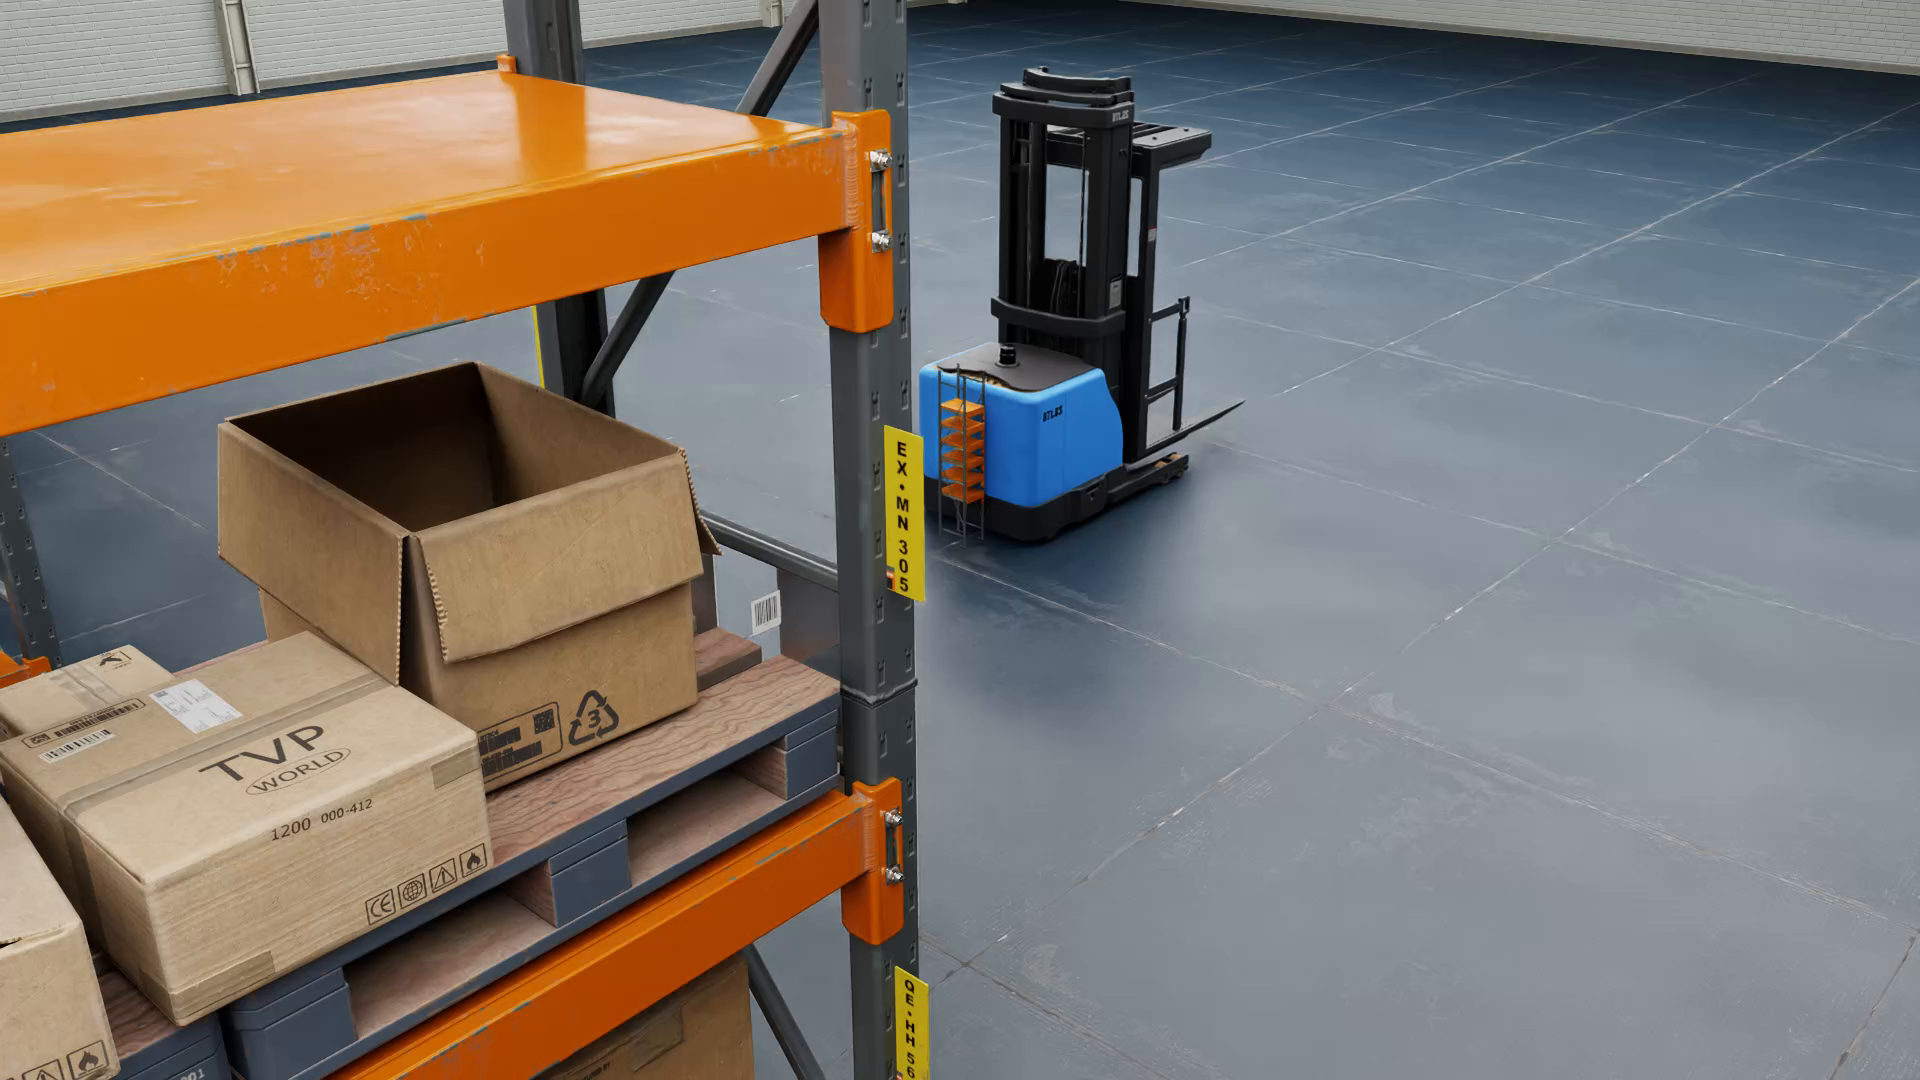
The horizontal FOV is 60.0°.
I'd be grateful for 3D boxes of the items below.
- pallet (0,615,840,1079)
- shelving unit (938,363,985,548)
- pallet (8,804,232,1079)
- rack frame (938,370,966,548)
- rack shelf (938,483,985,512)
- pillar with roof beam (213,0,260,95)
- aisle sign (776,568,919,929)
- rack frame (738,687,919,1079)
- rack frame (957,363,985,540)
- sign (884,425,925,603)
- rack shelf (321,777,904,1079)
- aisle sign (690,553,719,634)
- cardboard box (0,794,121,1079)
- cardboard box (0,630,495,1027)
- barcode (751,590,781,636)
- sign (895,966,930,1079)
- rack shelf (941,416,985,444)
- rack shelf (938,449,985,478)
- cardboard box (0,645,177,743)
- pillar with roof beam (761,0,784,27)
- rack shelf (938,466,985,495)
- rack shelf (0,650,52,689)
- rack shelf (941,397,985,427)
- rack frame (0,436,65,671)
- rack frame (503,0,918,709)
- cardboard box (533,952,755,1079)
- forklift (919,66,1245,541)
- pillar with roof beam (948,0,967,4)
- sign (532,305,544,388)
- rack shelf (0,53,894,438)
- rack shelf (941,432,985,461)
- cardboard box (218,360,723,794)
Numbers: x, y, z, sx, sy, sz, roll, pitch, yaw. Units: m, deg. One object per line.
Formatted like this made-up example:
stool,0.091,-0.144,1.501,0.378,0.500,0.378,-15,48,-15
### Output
pallet,-0.989,0.418,3.093,1.003,0.211,1.213,20,31,38
shelving unit,0.010,-0.552,11.014,0.258,1.200,0.189,20,31,38
pallet,-1.803,0.792,2.260,1.003,0.211,1.213,20,31,38
rack frame,-0.051,-0.524,10.952,0.240,1.200,0.006,20,31,38
rack shelf,0.010,-0.292,11.131,0.258,0.103,0.180,20,31,38
pillar with roof beam,-8.873,-10.480,23.625,9.100,9.000,0.400,20,31,38
aisle sign,-0.236,0.412,3.487,0.394,0.787,0.004,20,31,38
rack frame,-0.498,1.538,4.153,1.000,3.000,0.127,20,31,38
rack frame,0.071,-0.580,11.077,0.240,1.200,0.006,20,31,38
sign,-0.103,-0.046,3.035,0.100,0.325,0.005,20,31,38
rack shelf,-1.833,1.107,2.328,1.077,0.370,4.000,20,31,38
aisle sign,-0.682,0.248,3.852,0.394,0.787,0.004,20,31,38
cardboard box,-1.441,0.547,2.122,0.500,0.311,0.500,-20,31,-37
cardboard box,-1.070,0.405,2.512,0.500,0.250,0.500,20,31,38
barcode,-0.340,0.128,2.922,0.001,0.075,0.075,20,31,38
sign,-0.103,1.054,3.528,0.100,0.325,0.005,20,31,38
rack shelf,0.010,-0.730,10.934,0.258,0.103,0.180,20,31,38
rack shelf,0.010,-0.511,11.033,0.258,0.103,0.180,20,31,38
cardboard box,-1.415,0.339,2.784,0.380,0.149,0.250,20,31,38
pillar with roof beam,-0.864,-14.136,31.779,9.100,9.000,0.400,20,31,38
rack shelf,0.010,-0.402,11.082,0.258,0.103,0.180,20,31,38
rack shelf,-5.519,1.122,5.960,1.077,0.370,4.000,20,31,38
rack shelf,0.010,-0.840,10.885,0.258,0.103,0.180,20,31,38
rack frame,-4.184,0.184,7.172,1.000,3.000,0.127,20,31,38
rack frame,-0.498,-1.199,2.926,1.000,3.000,0.127,20,31,38
cardboard box,-0.855,1.055,3.522,0.700,0.500,0.500,20,31,38
forklift,1.037,-1.861,11.819,1.130,2.935,3.031,19,30,36
pillar with roof beam,3.141,-15.964,35.856,9.100,9.000,0.400,20,31,38
sign,-0.907,-0.419,3.686,0.100,0.325,0.005,20,31,38
rack shelf,-1.833,-0.079,1.796,1.077,0.370,4.000,20,31,38
rack shelf,0.010,-0.621,10.983,0.258,0.103,0.180,20,31,38
cardboard box,-0.885,0.041,3.016,0.637,0.503,0.797,-22,32,-39
